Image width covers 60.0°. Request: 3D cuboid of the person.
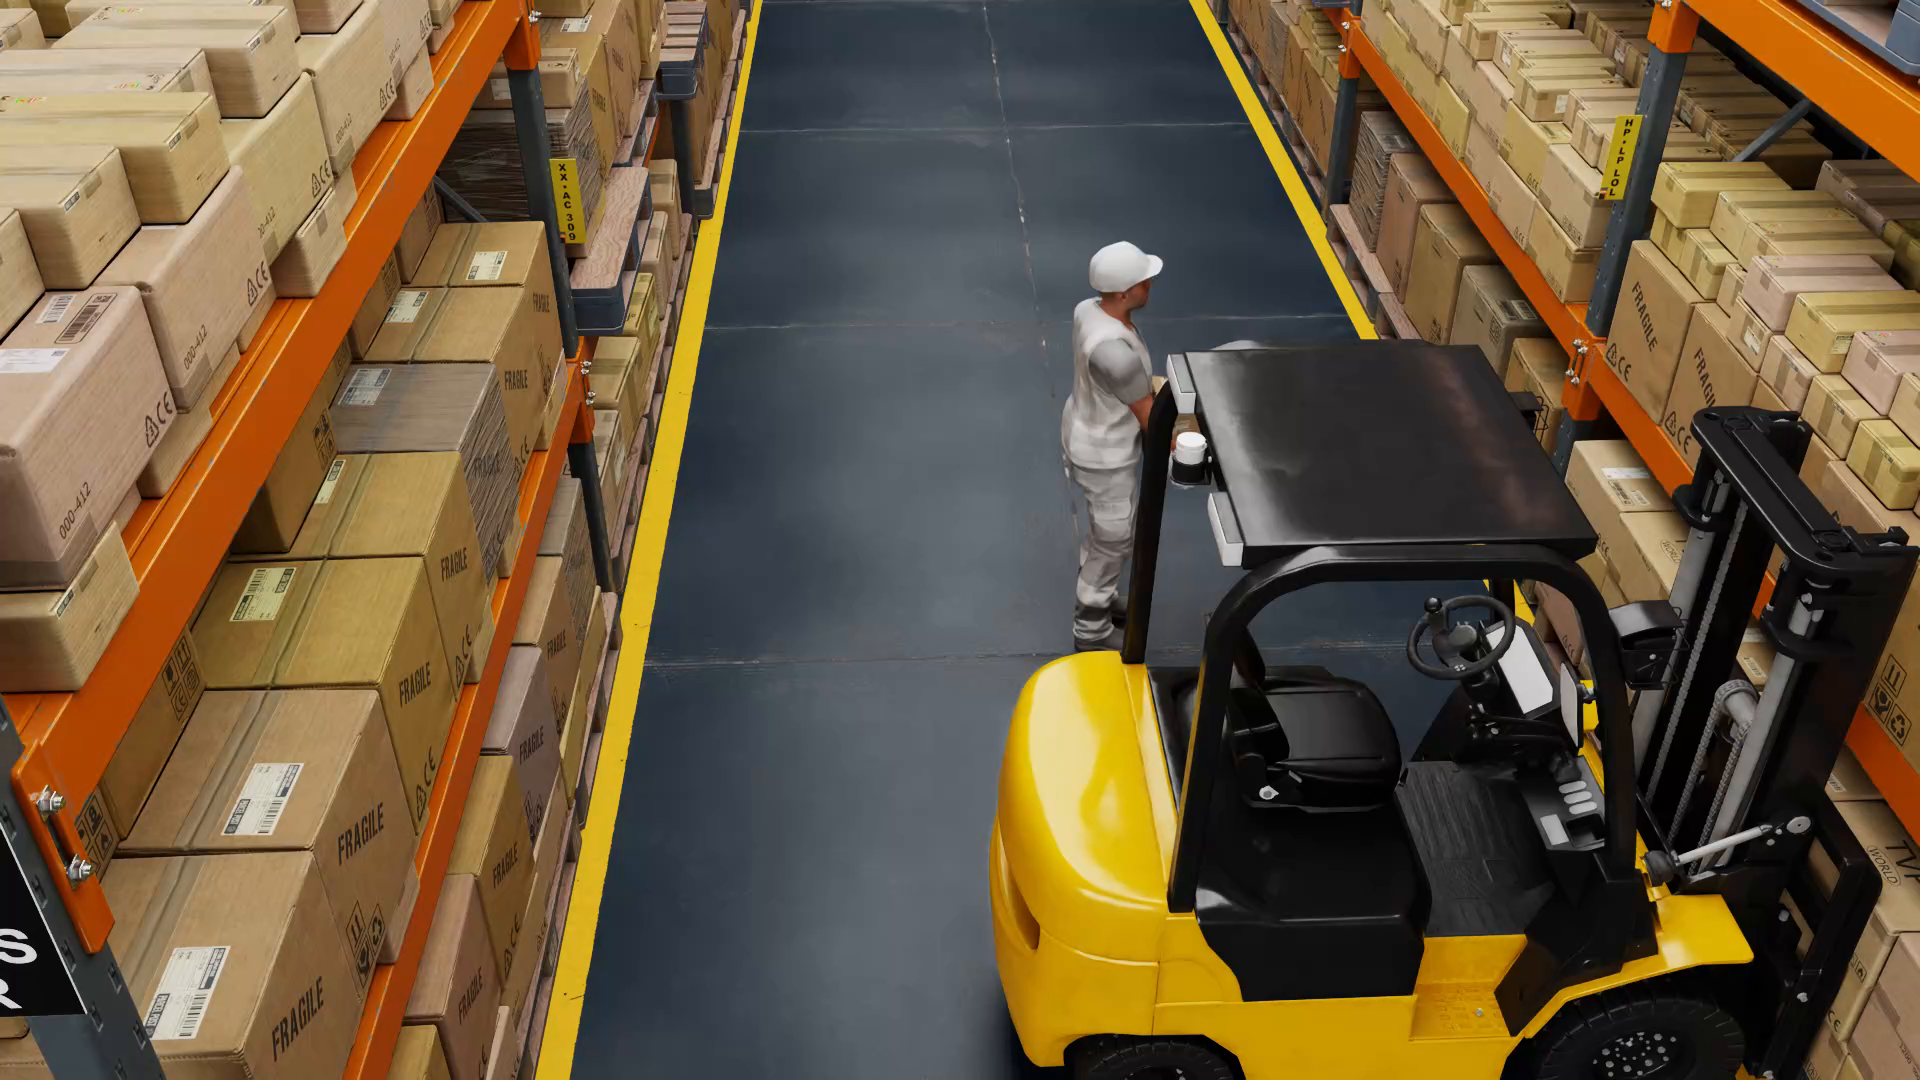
[{"bbox_3d":[0.683,-0.364,6.647,0.556,1.786,0.495,-2,35,-3],"label":"person"}]
